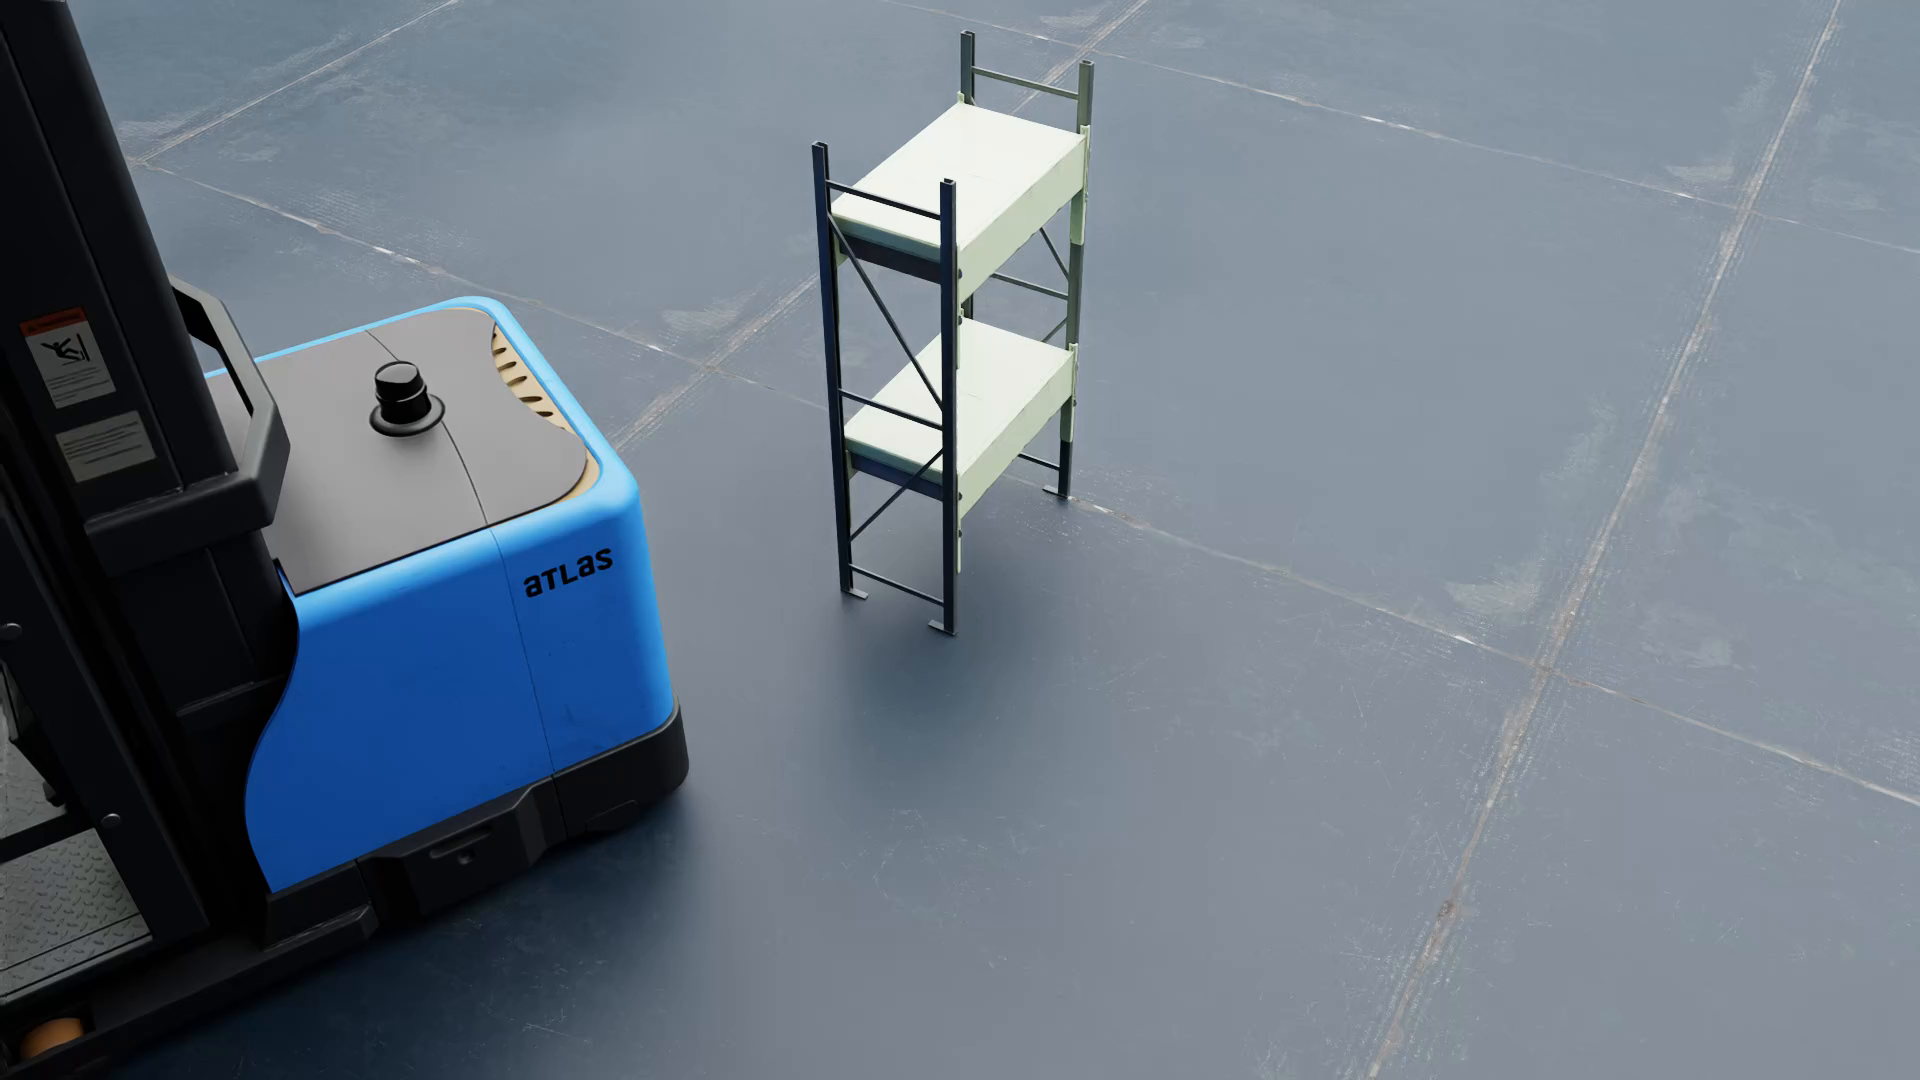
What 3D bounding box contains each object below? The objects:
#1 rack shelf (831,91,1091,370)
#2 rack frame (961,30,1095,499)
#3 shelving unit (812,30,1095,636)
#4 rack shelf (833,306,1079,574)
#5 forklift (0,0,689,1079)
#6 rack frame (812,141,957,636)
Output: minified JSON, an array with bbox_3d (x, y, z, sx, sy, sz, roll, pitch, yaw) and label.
[{"bbox_3d":[-0.003,-0.852,4.492,0.431,0.370,0.720,21,45,22],"label":"rack shelf"},{"bbox_3d":[0.180,-0.768,4.988,0.400,1.500,0.023,21,45,22],"label":"rack frame"},{"bbox_3d":[-0.003,-0.559,4.750,0.431,1.500,0.755,21,45,22],"label":"shelving unit"},{"bbox_3d":[-0.003,-0.314,4.965,0.431,0.370,0.720,21,45,22],"label":"rack shelf"},{"bbox_3d":[-2.247,-0.175,3.231,3.031,2.935,1.130,-22,46,-23],"label":"forklift"},{"bbox_3d":[-0.186,-0.350,4.512,0.400,1.500,0.023,21,45,22],"label":"rack frame"}]
